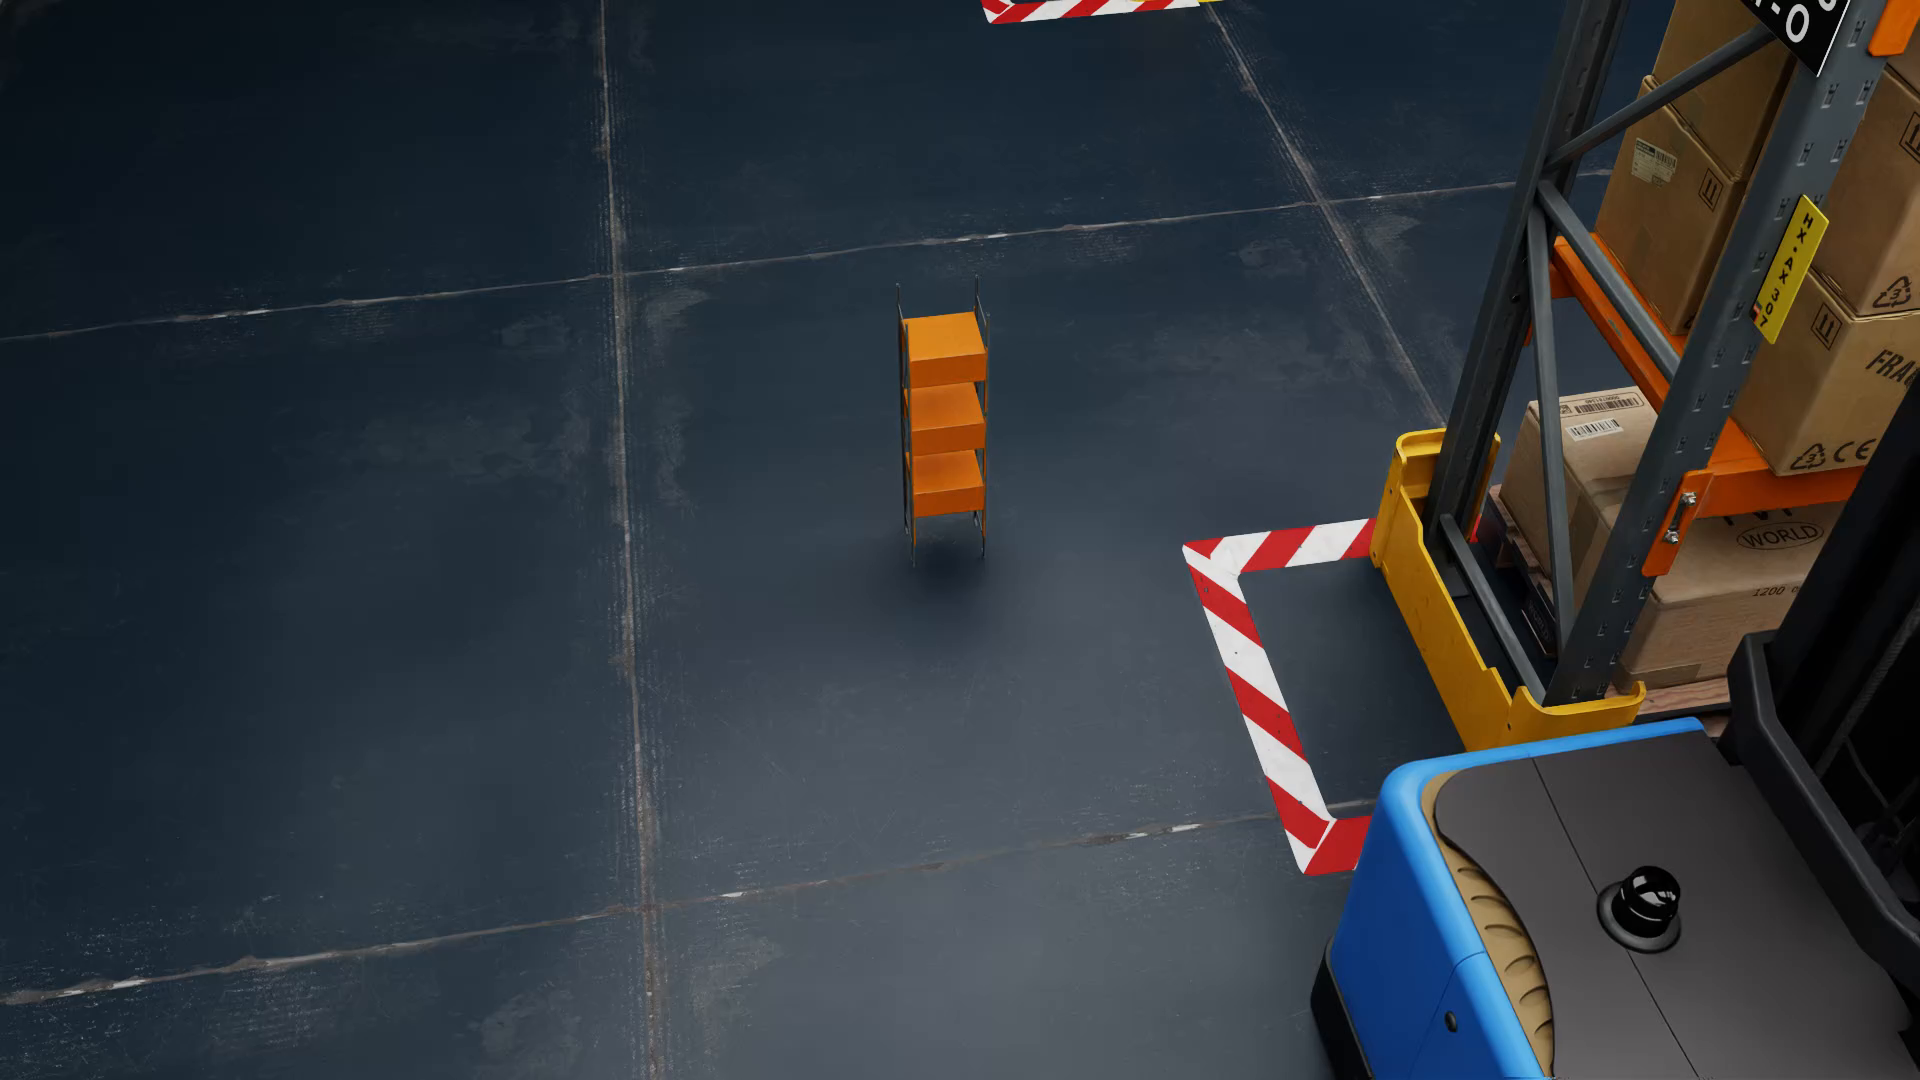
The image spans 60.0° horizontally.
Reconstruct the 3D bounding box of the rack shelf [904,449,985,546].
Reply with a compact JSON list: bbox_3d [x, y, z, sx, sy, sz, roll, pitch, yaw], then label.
[{"bbox_3d":[-0.053,-0.158,5.573,0.240,0.259,0.215,-7,46,-7],"label":"rack shelf"}]

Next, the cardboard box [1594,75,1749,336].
[{"bbox_3d":[2.116,-0.925,4.488,0.500,0.500,0.500,-7,46,-7],"label":"cardboard box"}]

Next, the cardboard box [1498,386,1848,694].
[{"bbox_3d":[2.319,-0.052,5.204,0.875,0.438,0.875,-9,47,-8],"label":"cardboard box"}]

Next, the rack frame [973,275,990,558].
[{"bbox_3d":[0.067,-0.373,5.380,0.008,1.050,0.200,-7,46,-7],"label":"rack frame"}]

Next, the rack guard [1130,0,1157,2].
[{"bbox_3d":[0.911,-3.307,8.589,0.348,0.500,1.175,-7,46,-7],"label":"rack guard"}]

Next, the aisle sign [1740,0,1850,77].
[{"bbox_3d":[1.665,-1.330,3.143,0.004,0.787,0.394,-7,46,-7],"label":"aisle sign"}]

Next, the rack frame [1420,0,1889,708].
[{"bbox_3d":[1.686,-0.643,4.286,0.127,3.000,1.000,-7,46,-7],"label":"rack frame"}]

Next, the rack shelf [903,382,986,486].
[{"bbox_3d":[-0.053,-0.350,5.373,0.240,0.259,0.215,-7,46,-7],"label":"rack shelf"}]

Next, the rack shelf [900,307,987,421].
[{"bbox_3d":[-0.053,-0.547,5.169,0.240,0.259,0.215,-7,46,-7],"label":"rack shelf"}]

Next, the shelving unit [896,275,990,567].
[{"bbox_3d":[-0.053,-0.358,5.366,0.252,1.050,0.215,-7,46,-7],"label":"shelving unit"}]

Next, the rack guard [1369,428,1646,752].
[{"bbox_3d":[1.662,0.227,5.184,0.348,0.500,1.175,-7,46,-7],"label":"rack guard"}]

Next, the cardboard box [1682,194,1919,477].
[{"bbox_3d":[2.208,-0.533,4.111,0.500,0.500,0.500,-7,47,-7],"label":"cardboard box"}]

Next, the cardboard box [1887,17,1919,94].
[{"bbox_3d":[2.083,-1.097,3.509,0.250,0.149,0.380,-6,46,-6],"label":"cardboard box"}]

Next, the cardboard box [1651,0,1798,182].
[{"bbox_3d":[2.120,-1.253,4.110,0.500,0.500,0.500,-6,46,-5],"label":"cardboard box"}]

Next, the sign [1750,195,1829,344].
[{"bbox_3d":[1.775,-0.576,3.566,0.005,0.325,0.100,-7,46,-7],"label":"sign"}]

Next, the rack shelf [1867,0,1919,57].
[{"bbox_3d":[3.657,-1.680,3.702,4.000,0.370,1.077,-7,46,-7],"label":"rack shelf"}]

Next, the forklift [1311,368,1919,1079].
[{"bbox_3d":[2.507,0.384,3.345,3.031,2.935,1.130,-8,47,-8],"label":"forklift"}]

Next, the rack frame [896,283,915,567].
[{"bbox_3d":[-0.173,-0.343,5.351,0.008,1.050,0.200,-7,46,-7],"label":"rack frame"}]

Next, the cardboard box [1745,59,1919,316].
[{"bbox_3d":[2.208,-0.881,3.752,0.500,0.500,0.500,-8,47,-8],"label":"cardboard box"}]

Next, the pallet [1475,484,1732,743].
[{"bbox_3d":[2.461,0.171,5.439,1.213,0.211,1.003,-7,46,-7],"label":"pallet"}]

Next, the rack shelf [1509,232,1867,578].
[{"bbox_3d":[3.657,-0.639,4.782,4.000,0.370,1.077,-7,46,-7],"label":"rack shelf"}]
